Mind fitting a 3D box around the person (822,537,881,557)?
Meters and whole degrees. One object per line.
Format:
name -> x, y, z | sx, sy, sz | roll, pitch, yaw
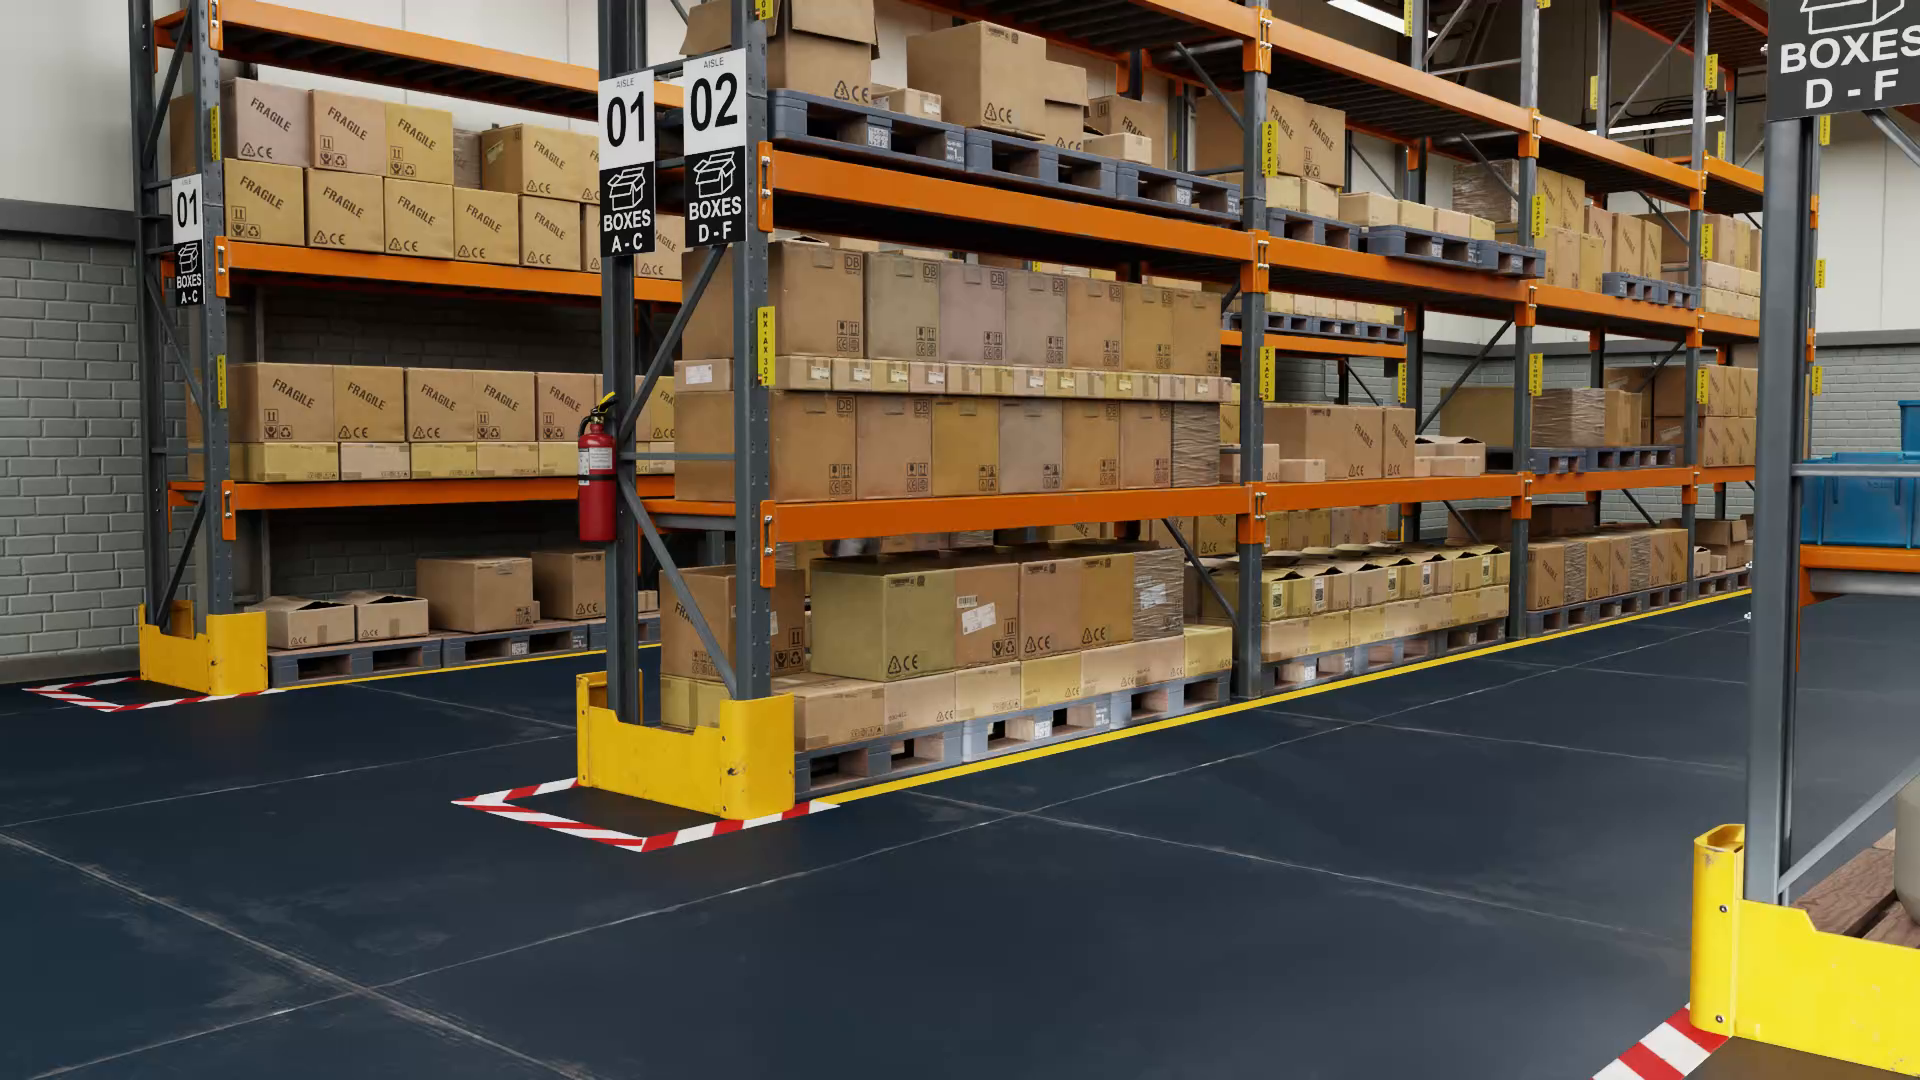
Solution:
person -> -0.767, -0.048, 12.374 | 0.368, 1.759, 0.568 | 3, 5, 42
